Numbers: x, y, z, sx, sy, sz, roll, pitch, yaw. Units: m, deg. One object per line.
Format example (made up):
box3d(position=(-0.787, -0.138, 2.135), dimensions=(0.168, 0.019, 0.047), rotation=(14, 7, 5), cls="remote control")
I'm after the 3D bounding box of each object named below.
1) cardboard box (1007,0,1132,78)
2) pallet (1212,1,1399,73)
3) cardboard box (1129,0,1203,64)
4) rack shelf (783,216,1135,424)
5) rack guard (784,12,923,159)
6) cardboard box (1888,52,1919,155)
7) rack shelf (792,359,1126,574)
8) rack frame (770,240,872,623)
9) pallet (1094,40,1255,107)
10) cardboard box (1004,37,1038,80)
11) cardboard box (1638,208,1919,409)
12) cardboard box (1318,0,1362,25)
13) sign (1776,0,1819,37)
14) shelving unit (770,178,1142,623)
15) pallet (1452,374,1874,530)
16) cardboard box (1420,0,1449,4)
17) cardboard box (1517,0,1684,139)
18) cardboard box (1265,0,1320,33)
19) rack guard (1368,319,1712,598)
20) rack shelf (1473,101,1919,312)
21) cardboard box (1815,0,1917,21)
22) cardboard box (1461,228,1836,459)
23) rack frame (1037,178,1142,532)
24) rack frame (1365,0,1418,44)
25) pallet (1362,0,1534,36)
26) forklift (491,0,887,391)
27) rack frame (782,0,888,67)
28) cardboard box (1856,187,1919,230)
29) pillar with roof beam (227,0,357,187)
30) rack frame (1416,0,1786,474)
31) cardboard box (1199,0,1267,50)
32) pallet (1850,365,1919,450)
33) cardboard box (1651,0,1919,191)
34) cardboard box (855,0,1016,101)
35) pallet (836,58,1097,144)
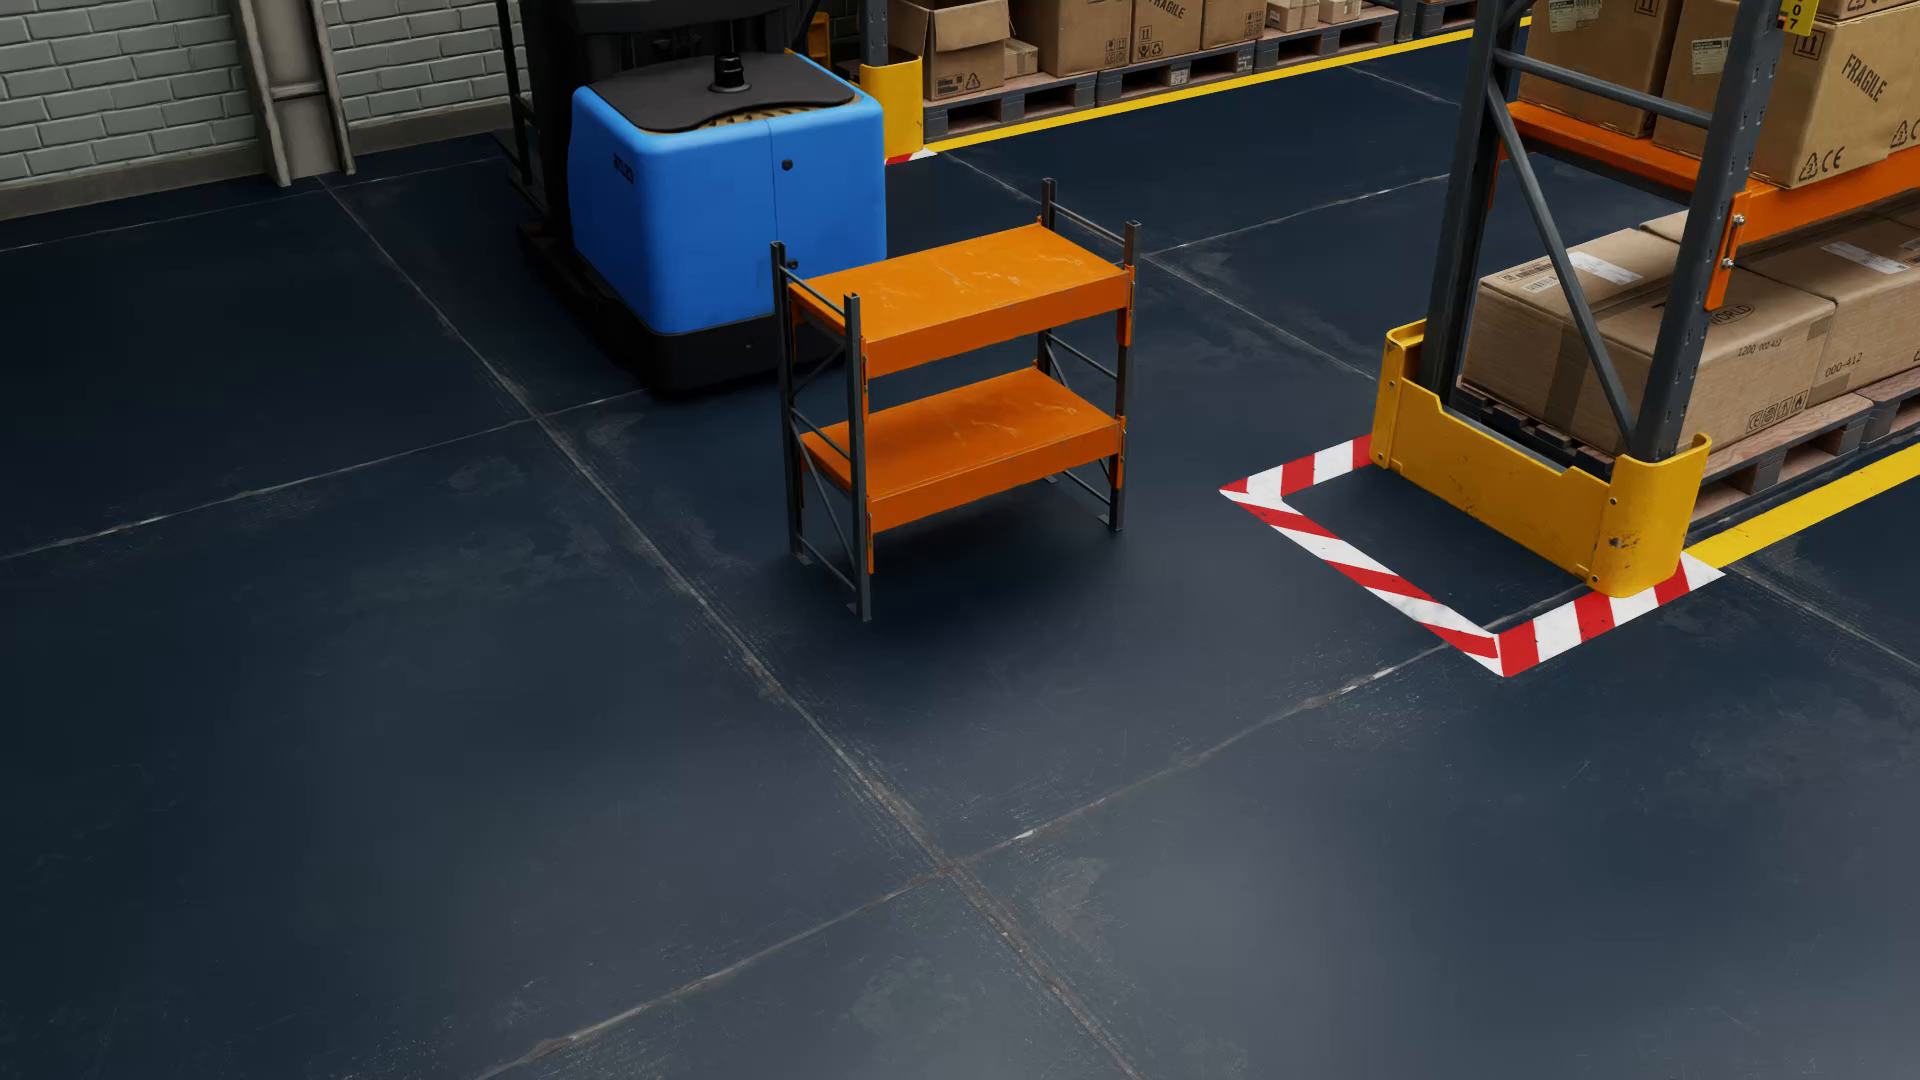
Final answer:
box3d(position=(0.603, -3.092, 9.789), dimensions=(0.500, 0.500, 0.700), rotation=(-17, 36, -25), cls="cardboard box")
box3d(position=(2.082, -3.386, 10.920), dimensions=(1.213, 0.211, 1.003), rotation=(-19, 37, -27), cls="pallet")
box3d(position=(1.101, -3.200, 9.960), dimensions=(0.500, 0.500, 0.500), rotation=(-18, 37, -26), cls="cardboard box")
box3d(position=(-0.006, -0.721, 5.291), dimensions=(1.000, 0.278, 0.538), rotation=(-19, 37, -27), cls="rack shelf")
box3d(position=(-0.638, -2.572, 9.359), dimensions=(0.348, 0.500, 1.175), rotation=(-19, 37, -27), cls="rack guard")
box3d(position=(2.959, -1.594, 5.371), dimensions=(0.500, 0.500, 0.500), rotation=(-20, 37, -28), cls="cardboard box")
box3d(position=(-0.006, -0.267, 5.577), dimensions=(1.000, 0.278, 0.538), rotation=(-19, 37, -27), cls="rack shelf")
box3d(position=(-0.433, -0.327, 5.214), dimensions=(0.032, 1.125, 0.500), rotation=(-19, 37, -27), cls="rack frame")
box3d(position=(1.056, -3.031, 10.358), dimensions=(1.213, 0.211, 1.003), rotation=(-19, 37, -27), cls="pallet")
box3d(position=(0.241, -2.819, 9.686), dimensions=(0.250, 0.149, 0.380), rotation=(-21, 38, -29), cls="cardboard box")
box3d(position=(3.256, -0.980, 6.501), dimensions=(0.875, 0.438, 0.875), rotation=(-18, 36, -26), cls="cardboard box")
box3d(position=(2.351, -3.443, 10.675), dimensions=(0.250, 0.149, 0.380), rotation=(-20, 37, -29), cls="cardboard box")
box3d(position=(2.286, -1.532, 4.481), dimensions=(0.005, 0.325, 0.100), rotation=(-19, 37, -27), cls="sign")
box3d(position=(-0.006, -0.474, 5.447), dimensions=(1.048, 1.125, 0.538), rotation=(-19, 37, -27), cls="shelving unit")
box3d(position=(2.620, -0.469, 6.296), dimensions=(1.213, 0.211, 1.003), rotation=(-19, 37, -27), cls="pallet")
box3d(position=(3.188, -3.923, 11.107), dimensions=(0.500, 0.500, 0.500), rotation=(-17, 36, -25), cls="cardboard box")
box3d(position=(2.252, -1.683, 5.513), dimensions=(0.500, 0.500, 0.500), rotation=(-19, 37, -27), cls="cardboard box")
box3d(position=(2.051, -3.389, 10.480), dimensions=(0.258, 0.266, 0.396), rotation=(-18, 36, -26), cls="cardboard box")
box3d(position=(1.970, -0.318, 5.786), dimensions=(0.348, 0.500, 1.175), rotation=(-19, 37, -27), cls="rack guard")
box3d(position=(3.671, -1.656, 6.239), dimensions=(4.000, 0.370, 1.077), rotation=(-19, 37, -27), cls="rack shelf")
box3d(position=(2.548, -1.859, 4.854), dimensions=(0.500, 0.500, 0.500), rotation=(-20, 37, -28), cls="cardboard box")
box3d(position=(2.491, -0.712, 6.075), dimensions=(0.875, 0.438, 0.875), rotation=(-20, 38, -29), cls="cardboard box")
box3d(position=(0.422, -0.621, 5.680), dimensions=(0.032, 1.125, 0.500), rotation=(-19, 37, -27), cls="rack frame")
box3d(position=(2.660, -4.764, 10.490), dimensions=(0.127, 3.000, 1.000), rotation=(-19, 37, -27), cls="rack frame")
box3d(position=(3.323, -3.836, 11.634), dimensions=(1.213, 0.211, 1.003), rotation=(-19, 37, -27), cls="pallet")
box3d(position=(-1.437, -2.587, 7.104), dimensions=(1.130, 2.935, 3.031), rotation=(-16, 36, -24), cls="forklift")
box3d(position=(-0.702, -3.607, 8.657), dimensions=(0.127, 3.000, 1.000), rotation=(-19, 37, -27), cls="rack frame")
box3d(position=(4.014, -1.240, 6.913), dimensions=(0.875, 0.438, 0.875), rotation=(-20, 37, -29), cls="cardboard box")
box3d(position=(-1.124, -3.839, 3.401), dimensions=(0.400, 9.000, 9.100), rotation=(-19, 37, -27), cls="pillar with roof beam")
box3d(position=(1.990, -1.383, 5.130), dimensions=(0.127, 3.000, 1.000), rotation=(-19, 37, -27), cls="rack frame")
box3d(position=(1.475, -3.392, 10.265), dimensions=(0.500, 0.500, 0.700), rotation=(-20, 38, -29), cls="cardboard box")
box3d(position=(3.644, -0.820, 6.852), dimensions=(1.213, 0.211, 1.003), rotation=(-19, 37, -27), cls="pallet")
box3d(position=(2.549, -1.435, 5.119), dimensions=(0.500, 0.500, 0.500), rotation=(-19, 37, -28), cls="cardboard box")
box3d(position=(-0.137, -2.863, 9.424), dimensions=(0.637, 0.503, 0.797), rotation=(-21, 38, -29), cls="cardboard box")
box3d(position=(0.031, -2.681, 9.802), dimensions=(1.213, 0.211, 1.003), rotation=(-19, 37, -27), cls="pallet")
